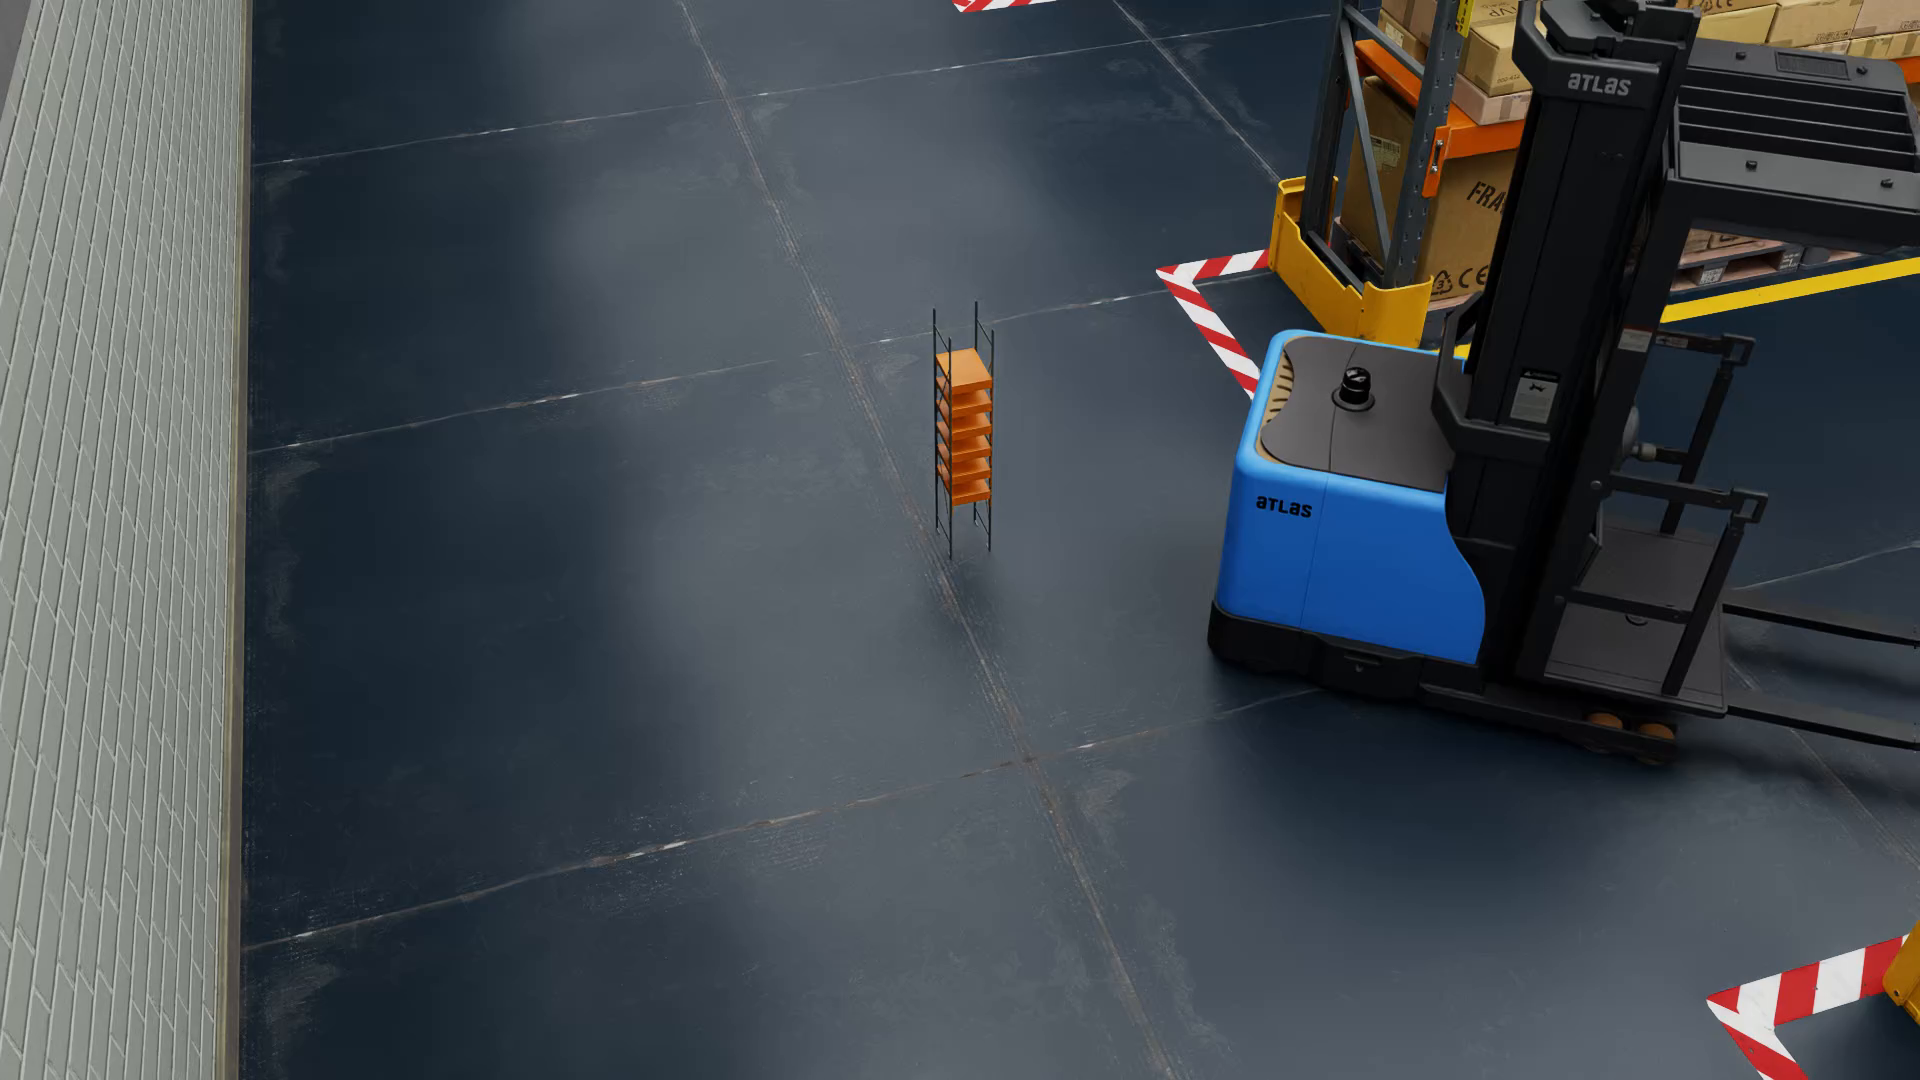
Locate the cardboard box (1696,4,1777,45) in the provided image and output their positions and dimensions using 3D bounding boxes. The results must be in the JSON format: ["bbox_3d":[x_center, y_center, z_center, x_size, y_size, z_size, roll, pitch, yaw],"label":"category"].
[{"bbox_3d":[3.593,-2.567,8.146,0.500,0.250,0.500,-13,43,-14],"label":"cardboard box"}]

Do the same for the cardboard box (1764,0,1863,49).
[{"bbox_3d":[4.089,-2.674,8.268,0.500,0.250,0.500,-12,43,-14],"label":"cardboard box"}]

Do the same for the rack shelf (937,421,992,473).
[{"bbox_3d":[0.014,-0.421,7.237,0.180,0.103,0.258,-12,42,-13],"label":"rack shelf"}]

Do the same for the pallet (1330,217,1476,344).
[{"bbox_3d":[2.819,-1.539,9.201,1.213,0.211,1.003,-12,42,-13],"label":"pallet"}]

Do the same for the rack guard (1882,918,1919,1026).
[{"bbox_3d":[3.549,1.680,5.297,0.348,0.500,1.175,-12,42,-13],"label":"rack guard"}]

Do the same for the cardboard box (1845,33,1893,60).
[{"bbox_3d":[4.477,-2.558,8.439,0.250,0.149,0.380,-12,43,-14],"label":"cardboard box"}]

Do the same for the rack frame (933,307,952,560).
[{"bbox_3d":[-0.073,-0.437,7.187,0.006,1.200,0.240,-12,42,-13],"label":"rack frame"}]

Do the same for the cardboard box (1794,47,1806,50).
[{"bbox_3d":[3.984,-2.456,8.322,0.250,0.149,0.380,-13,43,-14],"label":"cardboard box"}]

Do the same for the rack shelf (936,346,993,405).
[{"bbox_3d":[0.014,-0.692,7.000,0.180,0.103,0.258,-12,42,-13],"label":"rack shelf"}]

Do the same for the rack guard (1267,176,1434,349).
[{"bbox_3d":[2.057,-1.436,8.864,0.348,0.500,1.175,-12,42,-13],"label":"rack guard"}]

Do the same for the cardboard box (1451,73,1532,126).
[{"bbox_3d":[2.518,-2.151,7.973,0.250,0.149,0.380,-11,42,-13],"label":"cardboard box"}]

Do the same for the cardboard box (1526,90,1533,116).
[{"bbox_3d":[2.762,-2.203,8.032,0.250,0.149,0.380,-12,43,-14],"label":"cardboard box"}]

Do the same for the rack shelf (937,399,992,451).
[{"bbox_3d":[0.014,-0.512,7.158,0.180,0.103,0.258,-12,42,-13],"label":"rack shelf"}]

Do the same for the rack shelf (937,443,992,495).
[{"bbox_3d":[0.014,-0.331,7.316,0.180,0.103,0.258,-12,42,-13],"label":"rack shelf"}]

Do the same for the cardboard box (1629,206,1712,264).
[{"bbox_3d":[3.534,-2.097,9.016,0.875,0.875,0.875,-12,42,-13],"label":"cardboard box"}]

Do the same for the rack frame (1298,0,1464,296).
[{"bbox_3d":[2.080,-2.382,8.047,0.127,3.000,1.000,-12,42,-13],"label":"rack frame"}]

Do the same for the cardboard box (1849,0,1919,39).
[{"bbox_3d":[4.573,-2.772,8.380,0.500,0.250,0.500,-11,42,-12],"label":"cardboard box"}]

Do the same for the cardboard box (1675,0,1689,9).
[{"bbox_3d":[3.096,-2.745,7.779,0.500,0.500,0.500,-13,43,-14],"label":"cardboard box"}]

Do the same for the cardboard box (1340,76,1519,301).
[{"bbox_3d":[2.666,-1.917,8.810,0.875,0.875,0.875,-12,42,-13],"label":"cardboard box"}]

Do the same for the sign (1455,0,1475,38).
[{"bbox_3d":[2.241,-2.389,7.336,0.005,0.325,0.100,-12,42,-13],"label":"sign"}]

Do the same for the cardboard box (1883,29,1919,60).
[{"bbox_3d":[4.721,-2.609,8.497,0.250,0.149,0.380,-11,42,-12],"label":"cardboard box"}]

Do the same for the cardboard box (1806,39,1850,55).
[{"bbox_3d":[4.234,-2.509,8.382,0.250,0.149,0.380,-11,42,-12],"label":"cardboard box"}]

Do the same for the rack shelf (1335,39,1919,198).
[{"bbox_3d":[3.988,-2.507,8.736,4.000,0.370,1.077,-12,42,-13],"label":"rack shelf"}]

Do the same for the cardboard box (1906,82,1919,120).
[{"bbox_3d":[5.242,-2.451,9.421,0.875,0.875,0.875,-12,42,-13],"label":"cardboard box"}]

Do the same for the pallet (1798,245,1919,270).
[{"bbox_3d":[5.146,-2.022,9.753,1.213,0.211,1.003,-12,42,-13],"label":"pallet"}]

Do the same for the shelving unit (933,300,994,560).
[{"bbox_3d":[0.014,-0.455,7.208,0.189,1.200,0.258,-12,42,-13],"label":"shelving unit"}]

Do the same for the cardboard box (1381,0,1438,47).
[{"bbox_3d":[2.462,-2.700,8.298,0.500,0.250,0.500,-12,43,-14],"label":"cardboard box"}]

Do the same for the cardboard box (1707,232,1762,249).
[{"bbox_3d":[4.383,-2.273,9.217,0.875,0.875,0.875,-12,42,-13],"label":"cardboard box"}]

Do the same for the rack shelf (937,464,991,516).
[{"bbox_3d":[0.014,-0.241,7.395,0.180,0.103,0.258,-12,42,-13],"label":"rack shelf"}]

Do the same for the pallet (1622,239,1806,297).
[{"bbox_3d":[3.981,-1.778,9.474,1.213,0.211,1.003,-12,42,-13],"label":"pallet"}]

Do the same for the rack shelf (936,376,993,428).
[{"bbox_3d":[0.014,-0.602,7.079,0.180,0.103,0.258,-12,42,-13],"label":"rack shelf"}]

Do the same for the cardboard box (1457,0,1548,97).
[{"bbox_3d":[2.619,-2.363,7.913,0.500,0.250,0.500,-13,43,-14],"label":"cardboard box"}]

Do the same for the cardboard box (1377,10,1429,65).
[{"bbox_3d":[2.321,-2.565,8.446,0.250,0.149,0.380,-11,42,-12],"label":"cardboard box"}]

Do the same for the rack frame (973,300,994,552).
[{"bbox_3d":[0.101,-0.473,7.229,0.006,1.200,0.240,-12,42,-13],"label":"rack frame"}]

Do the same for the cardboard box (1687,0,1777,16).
[{"bbox_3d":[3.588,-2.851,7.901,0.500,0.500,0.500,-13,43,-14],"label":"cardboard box"}]

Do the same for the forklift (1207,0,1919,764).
[{"bbox_3d":[2.616,-0.609,6.069,3.031,2.935,1.130,12,42,13],"label":"forklift"}]
